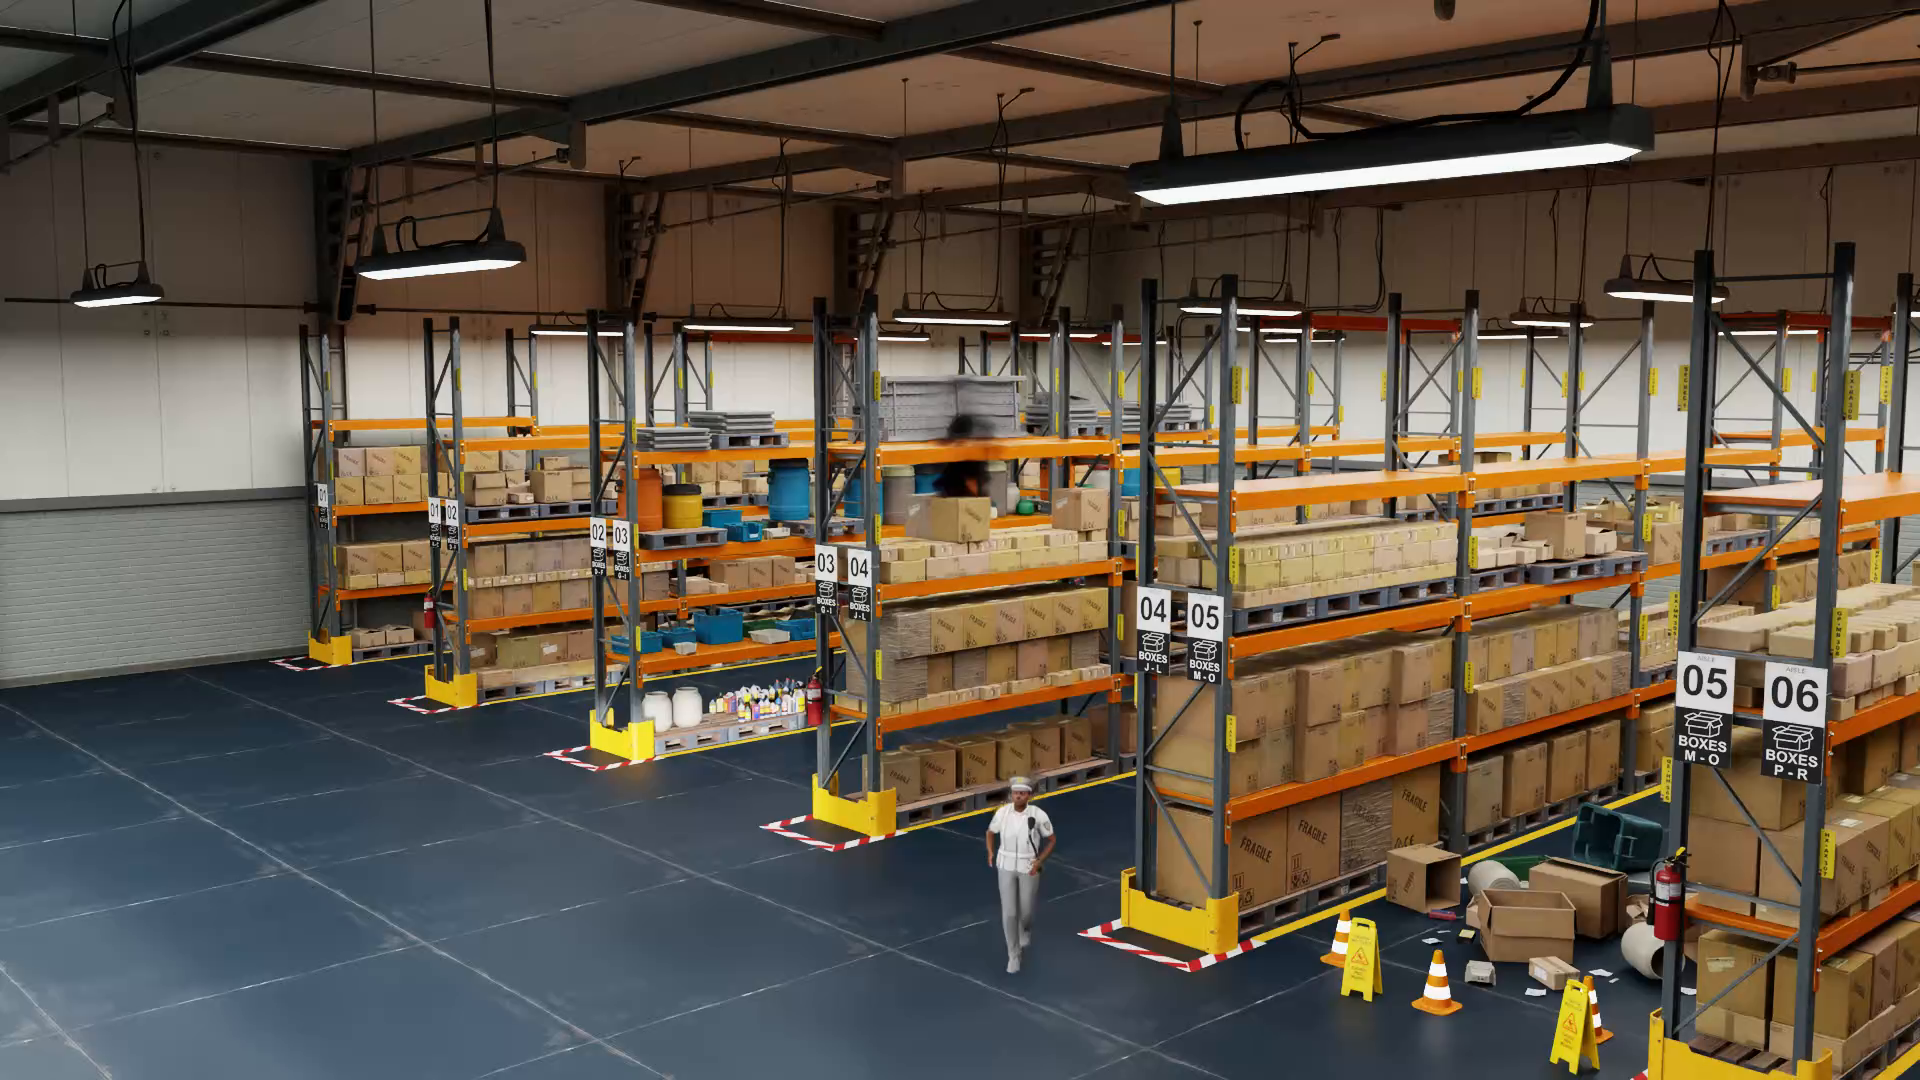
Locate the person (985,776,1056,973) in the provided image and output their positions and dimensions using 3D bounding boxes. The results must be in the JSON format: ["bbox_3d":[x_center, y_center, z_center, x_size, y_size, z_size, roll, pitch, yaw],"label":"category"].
[{"bbox_3d":[0.520,2.886,14.568,0.629,1.700,0.637,1,6,13],"label":"person"}]

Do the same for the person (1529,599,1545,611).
[{"bbox_3d":[8.895,1.695,25.768,0.638,1.731,0.587,6,8,44],"label":"person"}]
